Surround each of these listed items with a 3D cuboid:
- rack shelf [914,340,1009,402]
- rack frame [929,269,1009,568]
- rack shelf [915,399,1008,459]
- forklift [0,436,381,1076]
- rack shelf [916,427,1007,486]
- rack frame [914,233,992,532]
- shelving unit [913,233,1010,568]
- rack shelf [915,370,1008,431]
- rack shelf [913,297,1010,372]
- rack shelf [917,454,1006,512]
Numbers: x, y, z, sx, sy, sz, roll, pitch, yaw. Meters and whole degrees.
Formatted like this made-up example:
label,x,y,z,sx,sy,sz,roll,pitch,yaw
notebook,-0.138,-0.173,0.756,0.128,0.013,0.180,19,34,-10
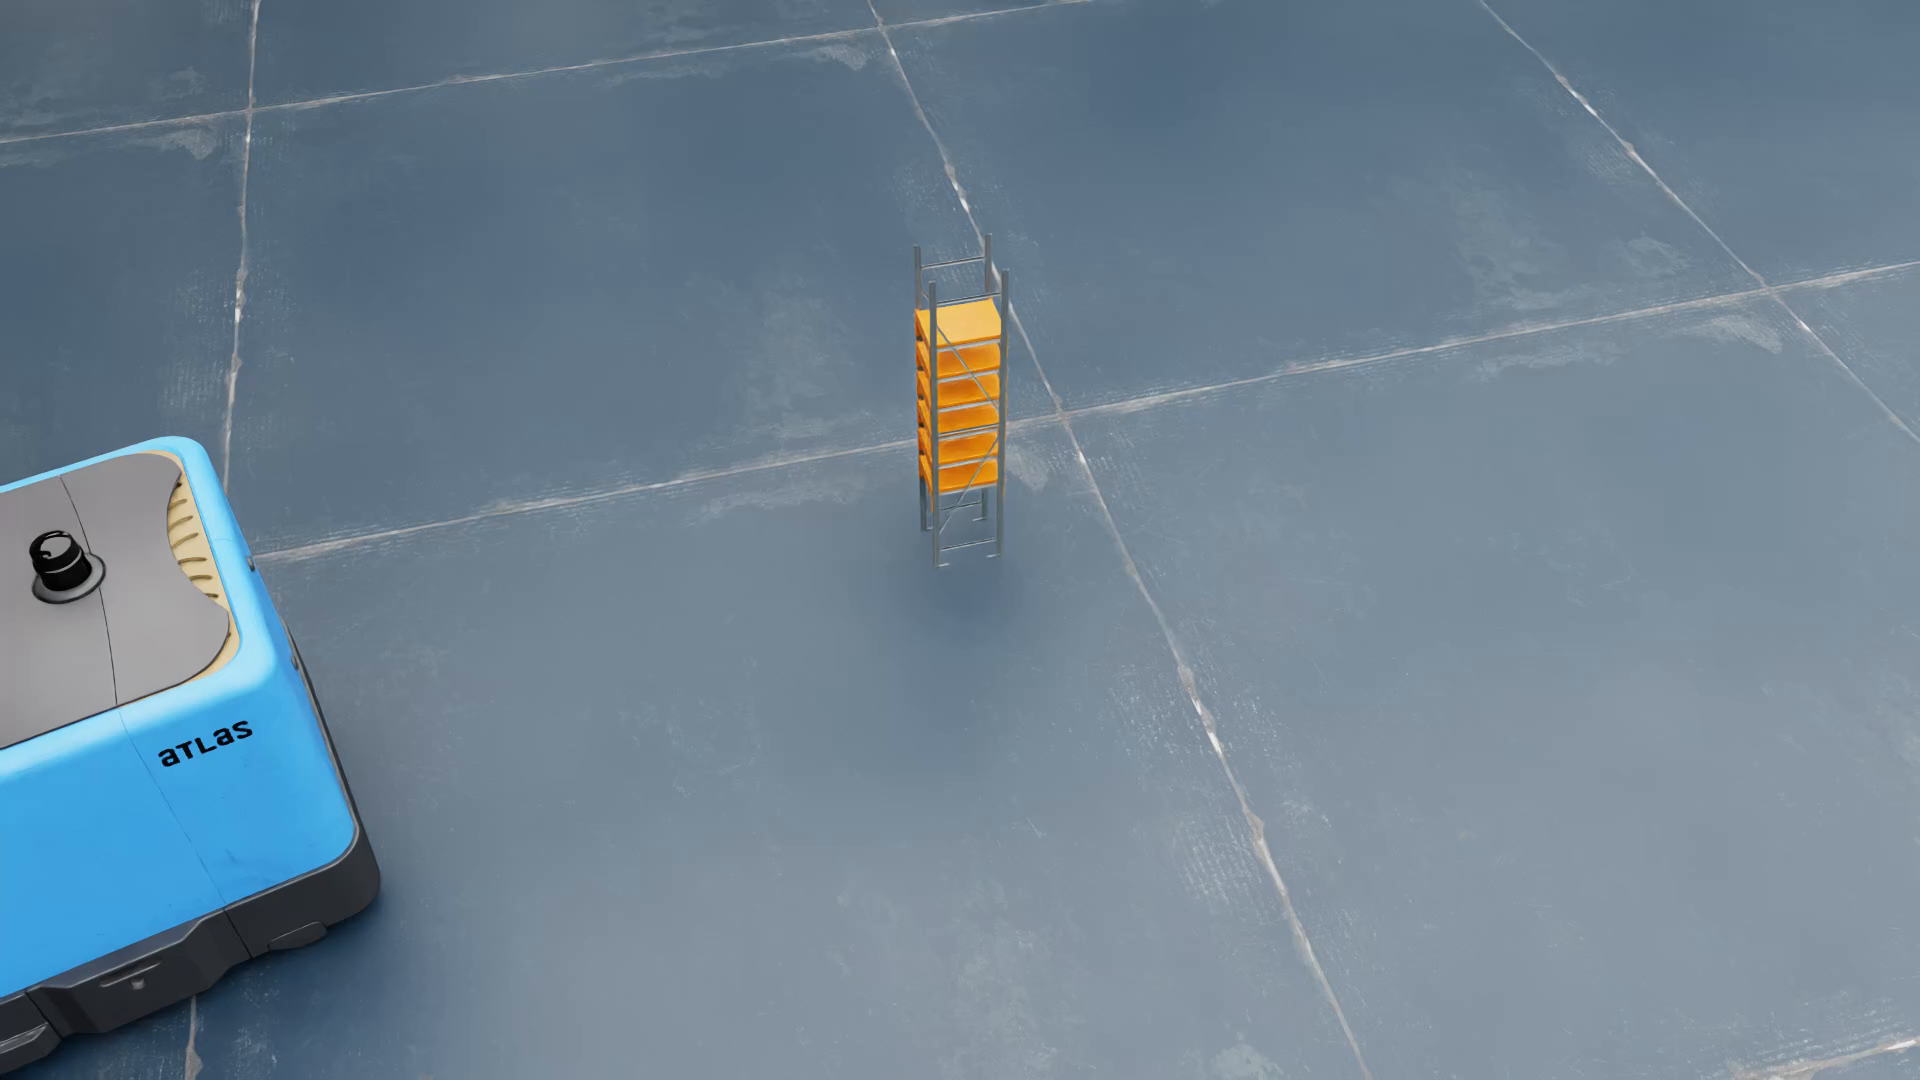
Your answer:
label,x,y,z,sx,sy,sz,roll,pitch,yaw
rack shelf,0.004,-0.547,5.172,0.258,0.103,0.180,-11,47,-10
rack frame,0.027,-0.347,5.250,0.240,1.200,0.006,-11,47,-10
rack shelf,0.004,-0.379,5.343,0.258,0.103,0.180,-11,47,-10
forklift,-3.177,0.229,3.474,3.031,2.935,1.130,-22,49,-20
rack shelf,0.004,-0.295,5.429,0.258,0.103,0.180,-11,47,-10
rack frame,-0.020,-0.473,5.374,0.240,1.200,0.006,-11,47,-10
shelving unit,0.004,-0.410,5.312,0.258,1.200,0.189,-11,47,-10
rack shelf,0.004,-0.463,5.258,0.258,0.103,0.180,-11,47,-10
rack shelf,0.004,-0.631,5.086,0.258,0.103,0.180,-11,47,-10
rack shelf,0.004,-0.211,5.515,0.258,0.103,0.180,-11,47,-10
